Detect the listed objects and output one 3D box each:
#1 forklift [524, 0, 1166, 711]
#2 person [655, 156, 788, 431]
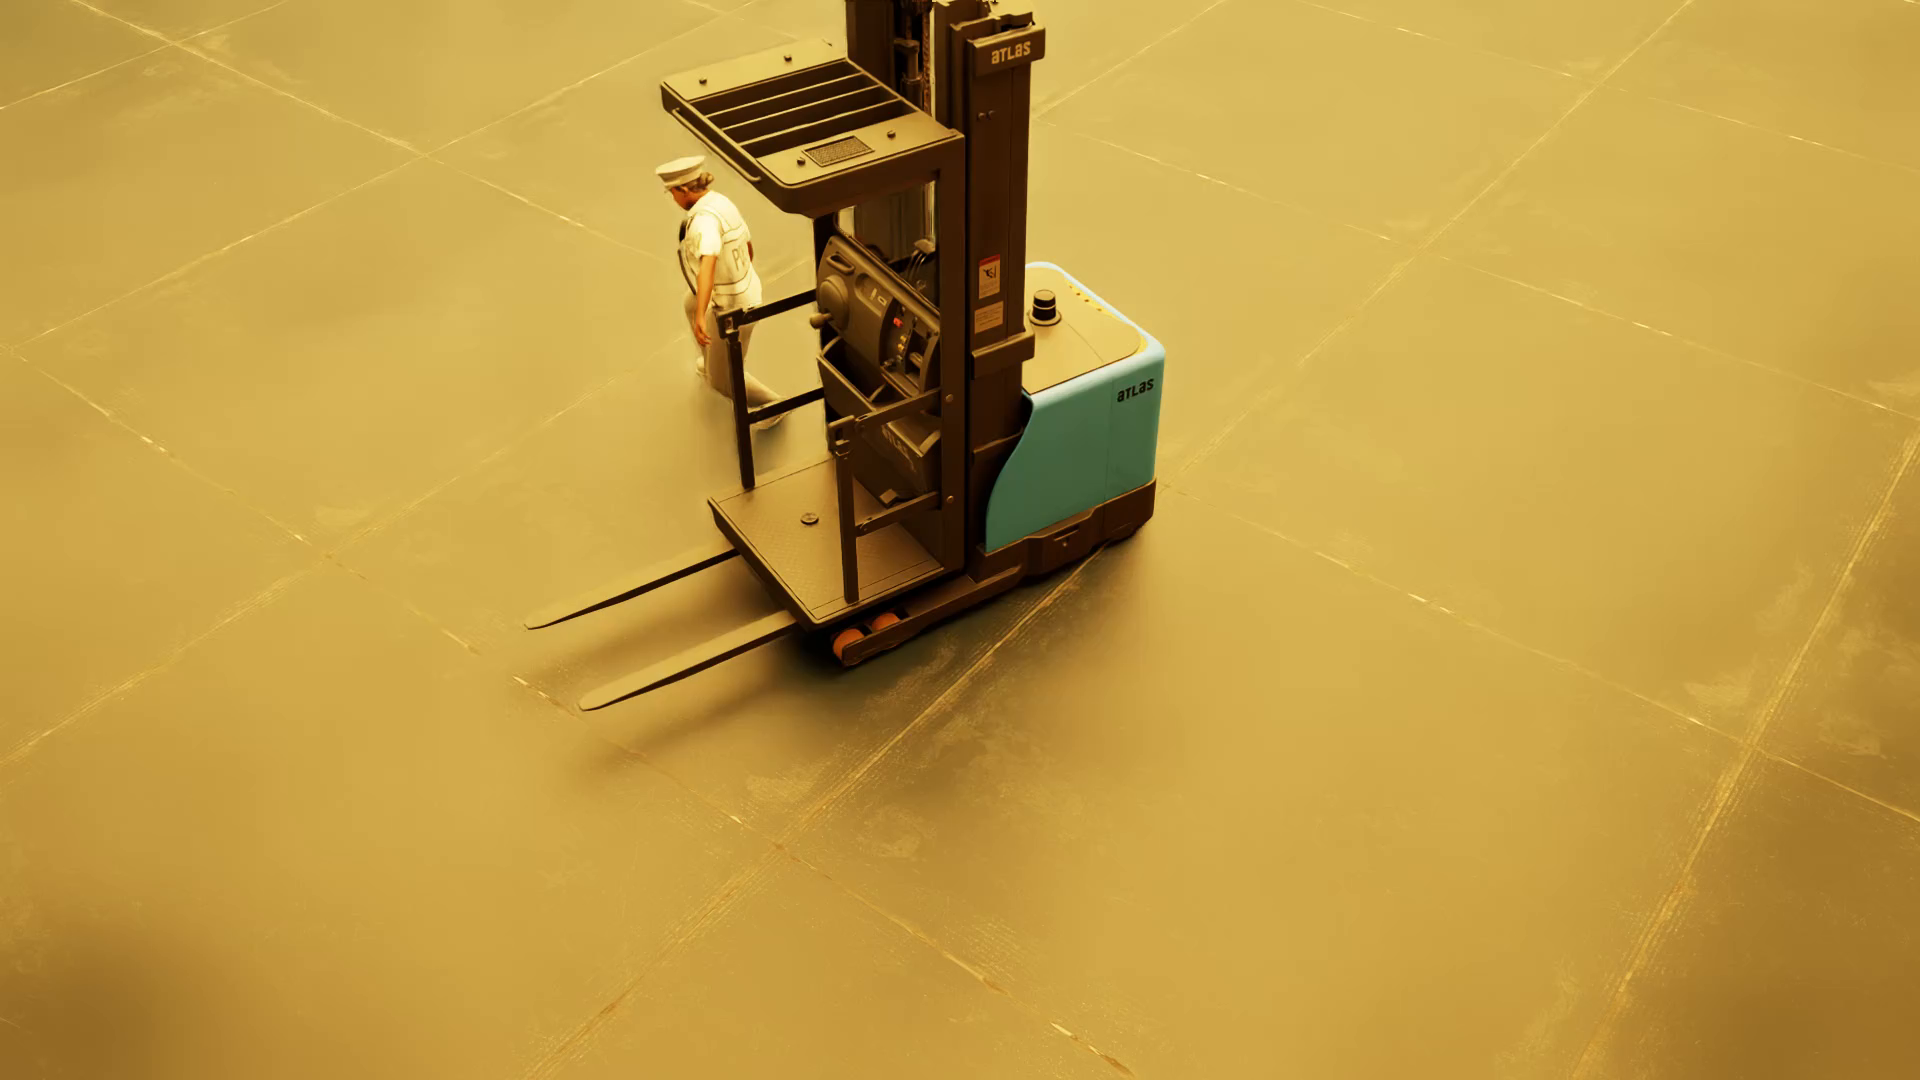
[{"bbox_3d":[-0.536,-0.932,7.168,3.031,2.935,1.130,-23,46,-25],"label":"forklift"},{"bbox_3d":[-1.221,-1.160,8.563,0.565,1.589,1.080,0,40,0],"label":"person"}]
